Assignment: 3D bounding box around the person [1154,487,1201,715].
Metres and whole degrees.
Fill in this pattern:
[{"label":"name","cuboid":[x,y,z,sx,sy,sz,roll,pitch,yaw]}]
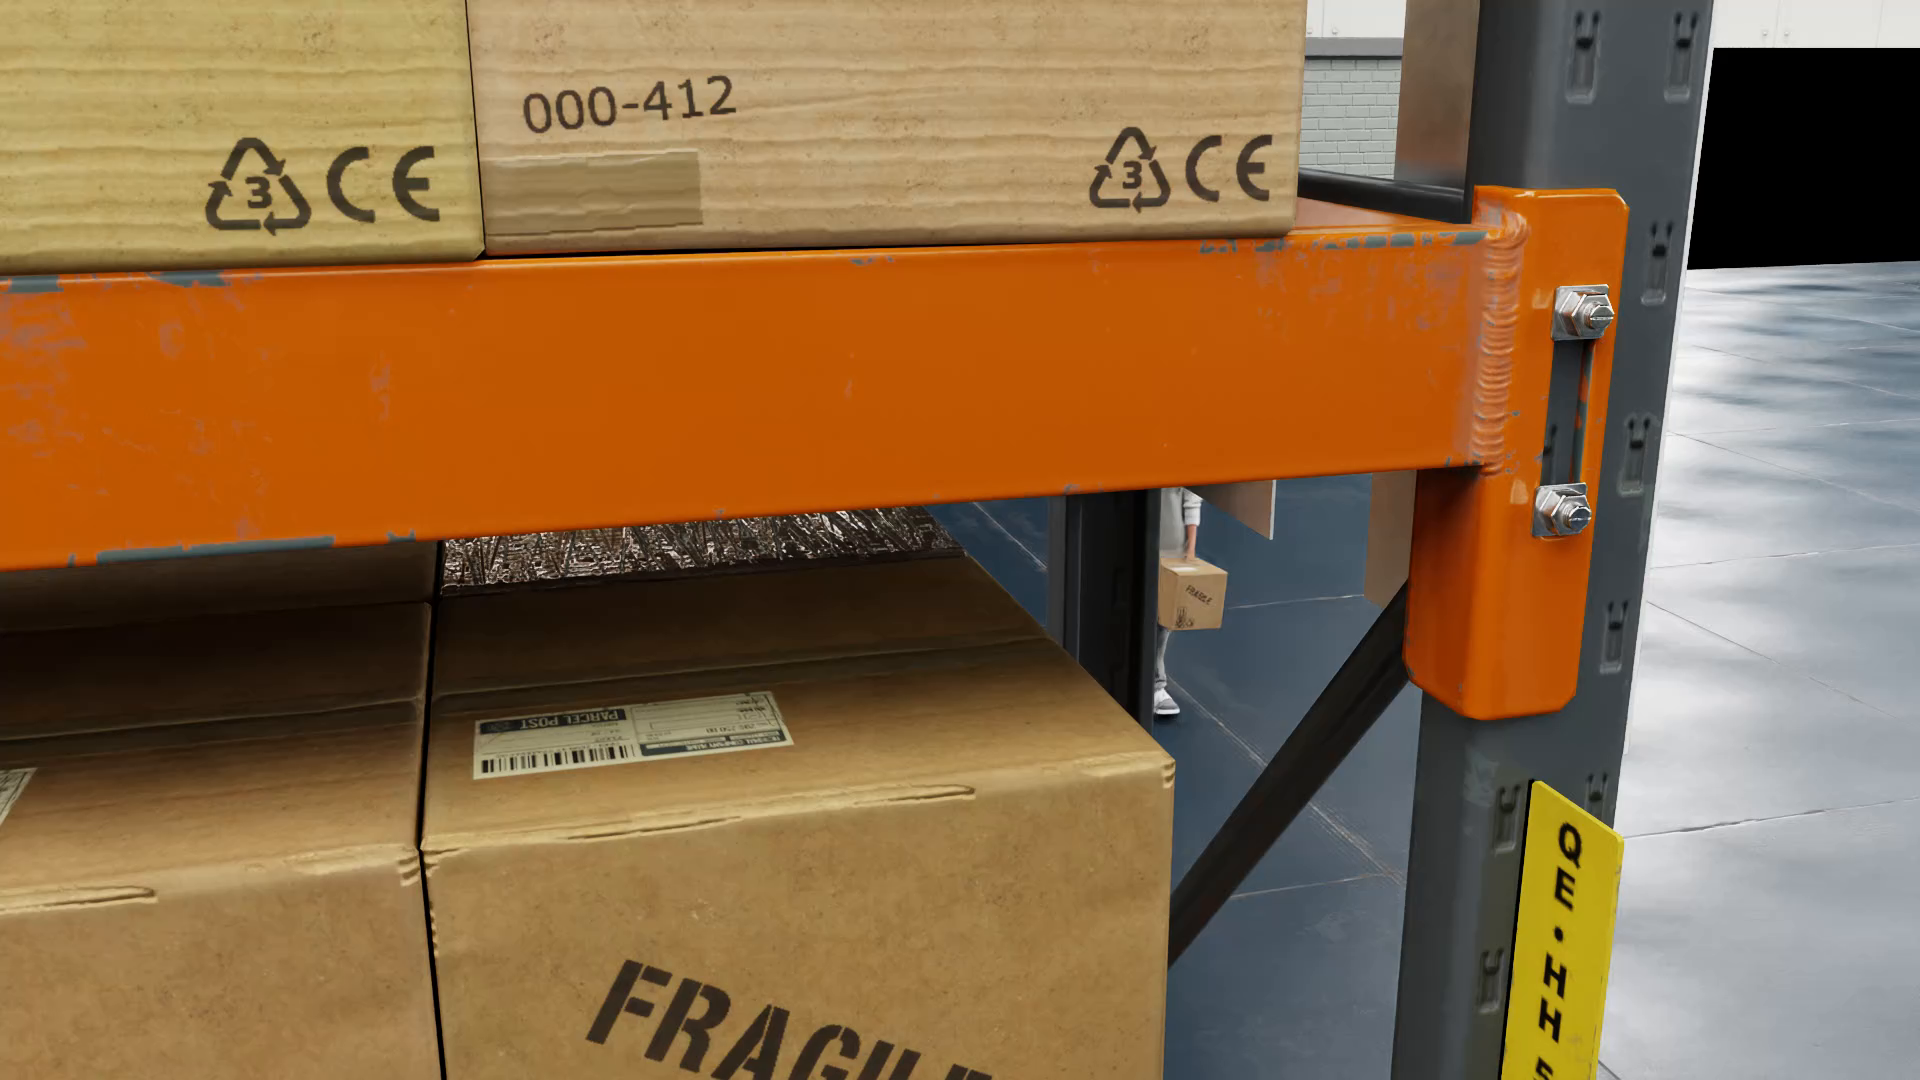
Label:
[{"label":"person","cuboid":[0.827,0.053,7.369,0.448,1.597,0.459,-1,16,-5]}]
